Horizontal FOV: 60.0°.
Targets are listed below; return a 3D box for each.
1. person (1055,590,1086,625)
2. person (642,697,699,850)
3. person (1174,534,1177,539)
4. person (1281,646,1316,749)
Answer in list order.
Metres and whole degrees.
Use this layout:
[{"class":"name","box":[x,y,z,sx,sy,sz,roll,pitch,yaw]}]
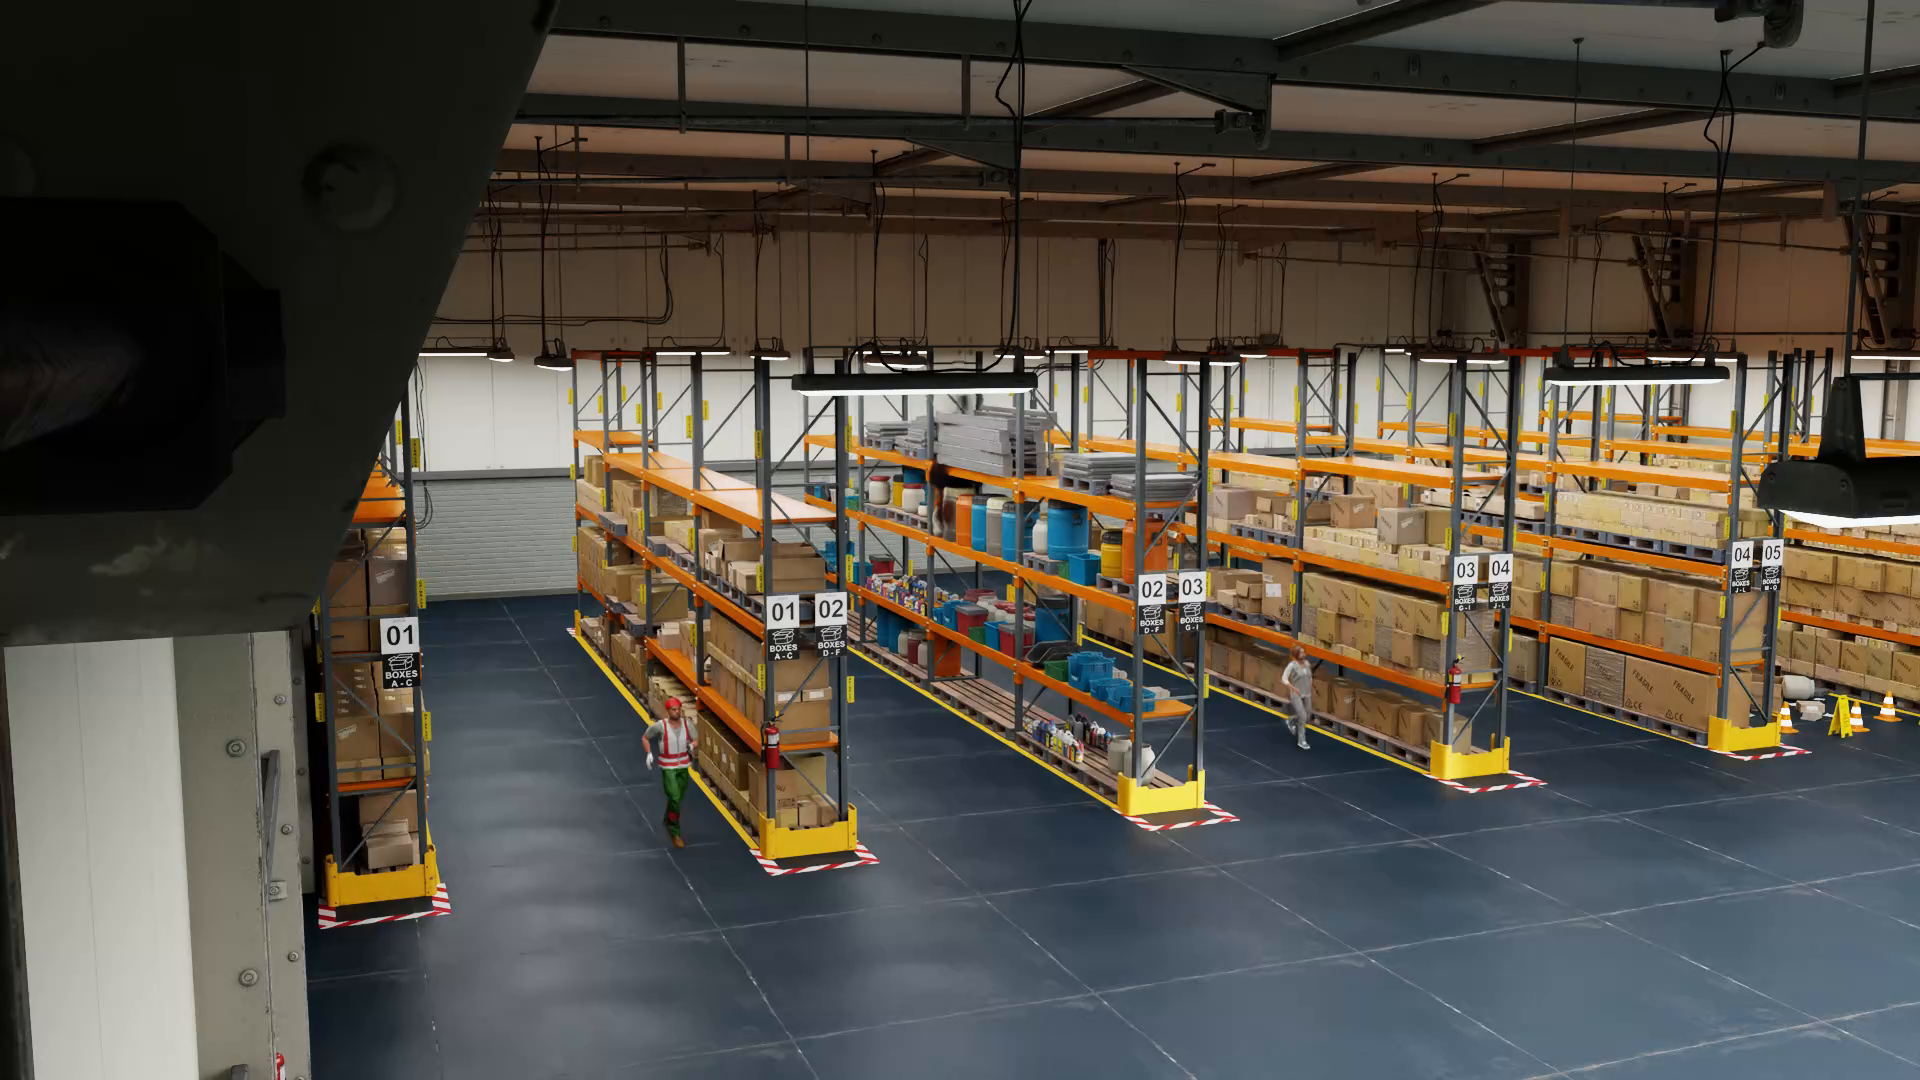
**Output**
[{"class":"person","box":[2.117,1.386,30.937,0.541,1.680,0.636,-5,9,-35]},{"class":"person","box":[-3.571,2.862,20.717,0.654,1.837,0.792,-5,9,-37]},{"class":"person","box":[5.040,0.673,38.753,0.706,1.703,0.544,0,7,0]},{"class":"person","box":[5.174,2.389,25.537,0.555,1.568,0.637,-3,8,-24]}]
